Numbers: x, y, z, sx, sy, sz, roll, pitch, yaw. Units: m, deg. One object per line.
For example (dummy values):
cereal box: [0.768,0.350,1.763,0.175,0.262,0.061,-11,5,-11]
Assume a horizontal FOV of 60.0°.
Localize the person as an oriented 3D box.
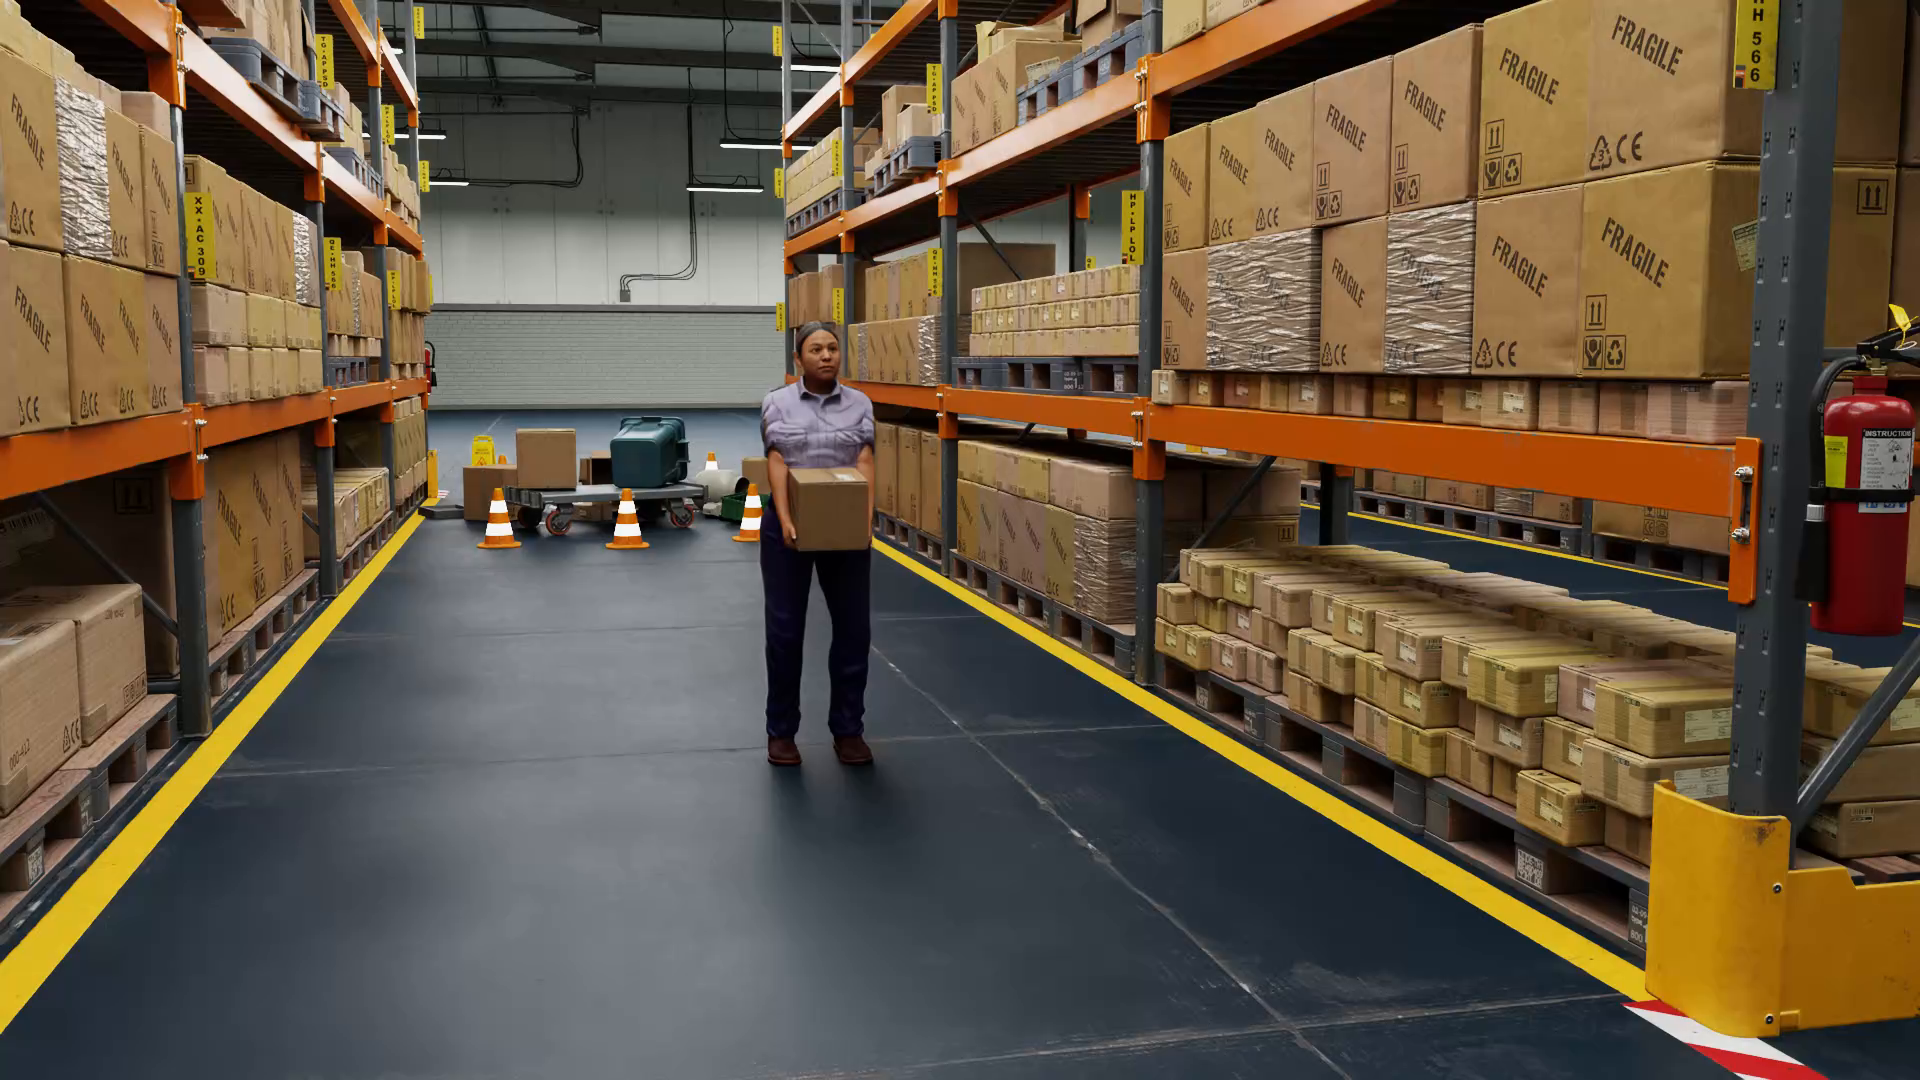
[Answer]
person: [-0.513,0.012,6.184,0.435,1.647,0.528,-2,6,-14]
